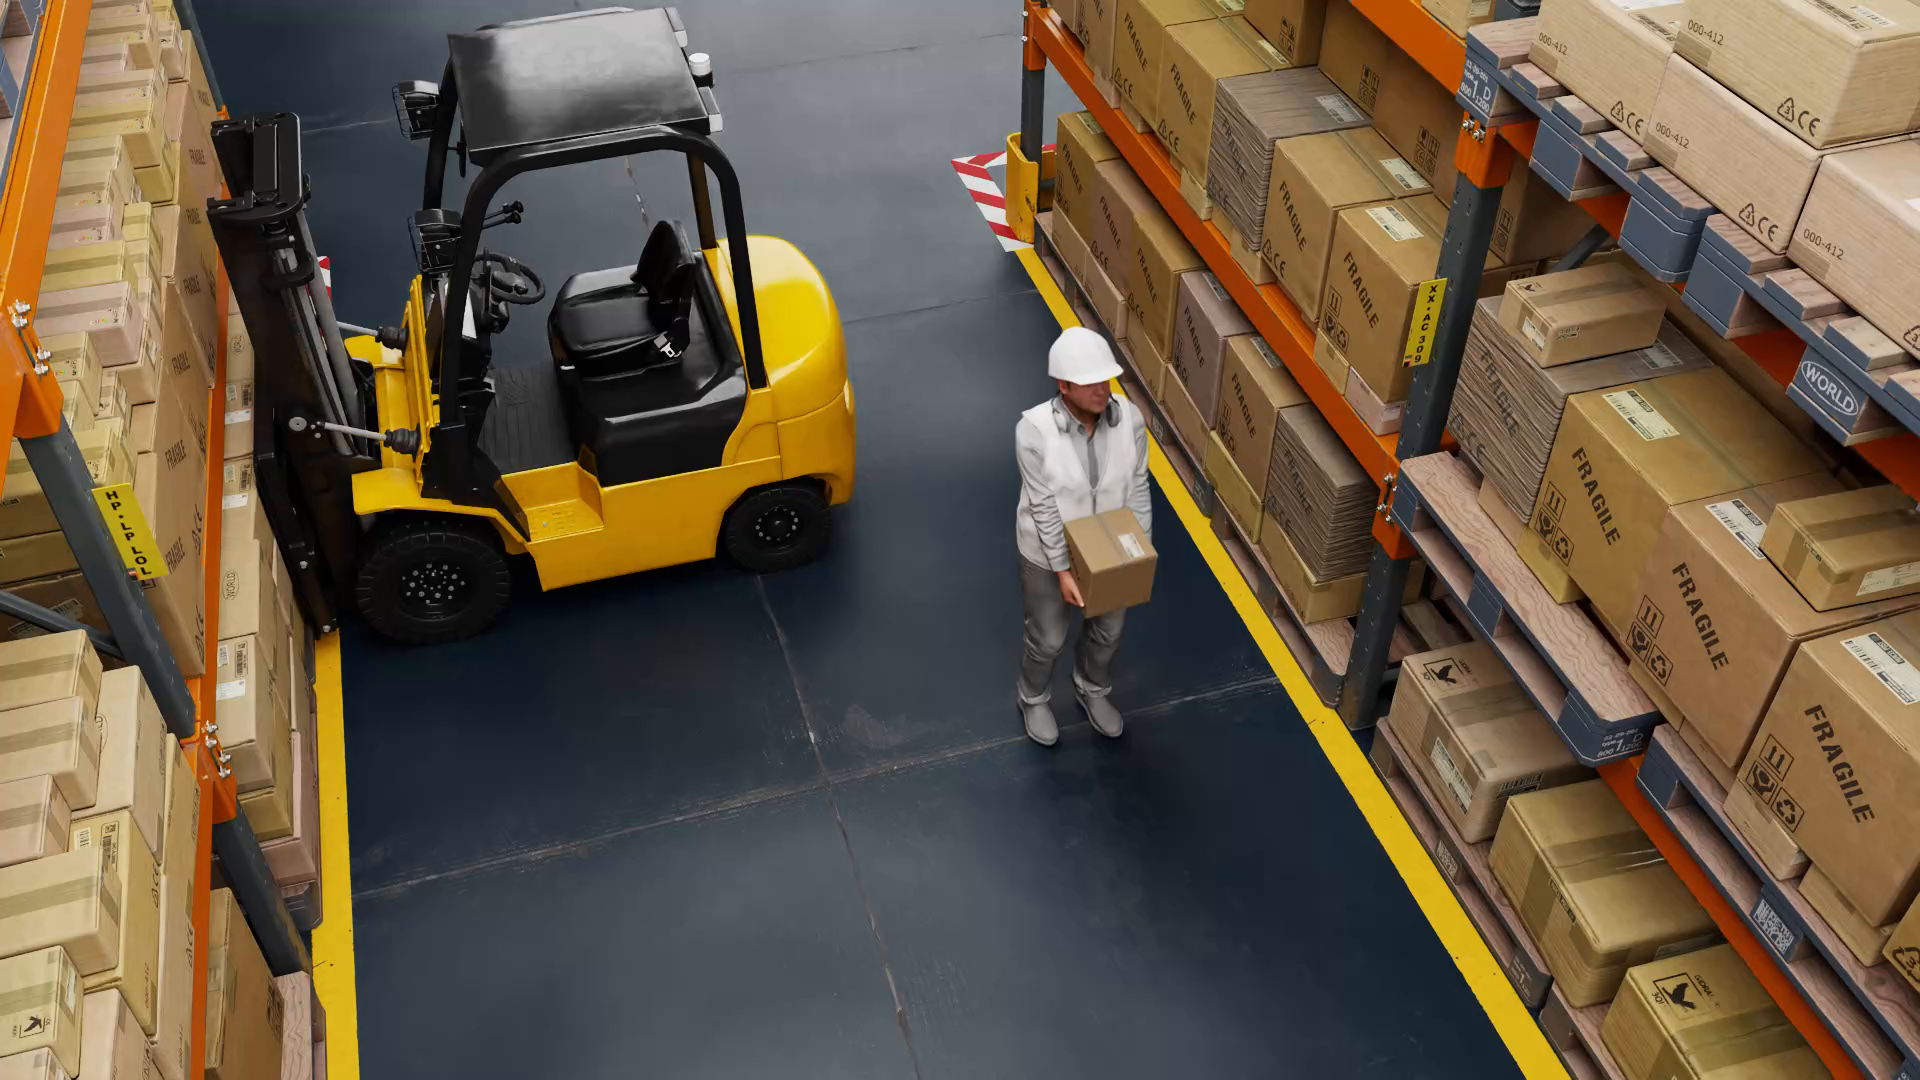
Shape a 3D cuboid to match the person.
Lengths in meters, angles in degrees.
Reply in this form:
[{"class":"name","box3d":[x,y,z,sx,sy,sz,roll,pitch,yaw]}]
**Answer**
[{"class":"person","box3d":[0.469,0.062,6.079,0.494,1.762,0.565,-14,44,-15]}]
